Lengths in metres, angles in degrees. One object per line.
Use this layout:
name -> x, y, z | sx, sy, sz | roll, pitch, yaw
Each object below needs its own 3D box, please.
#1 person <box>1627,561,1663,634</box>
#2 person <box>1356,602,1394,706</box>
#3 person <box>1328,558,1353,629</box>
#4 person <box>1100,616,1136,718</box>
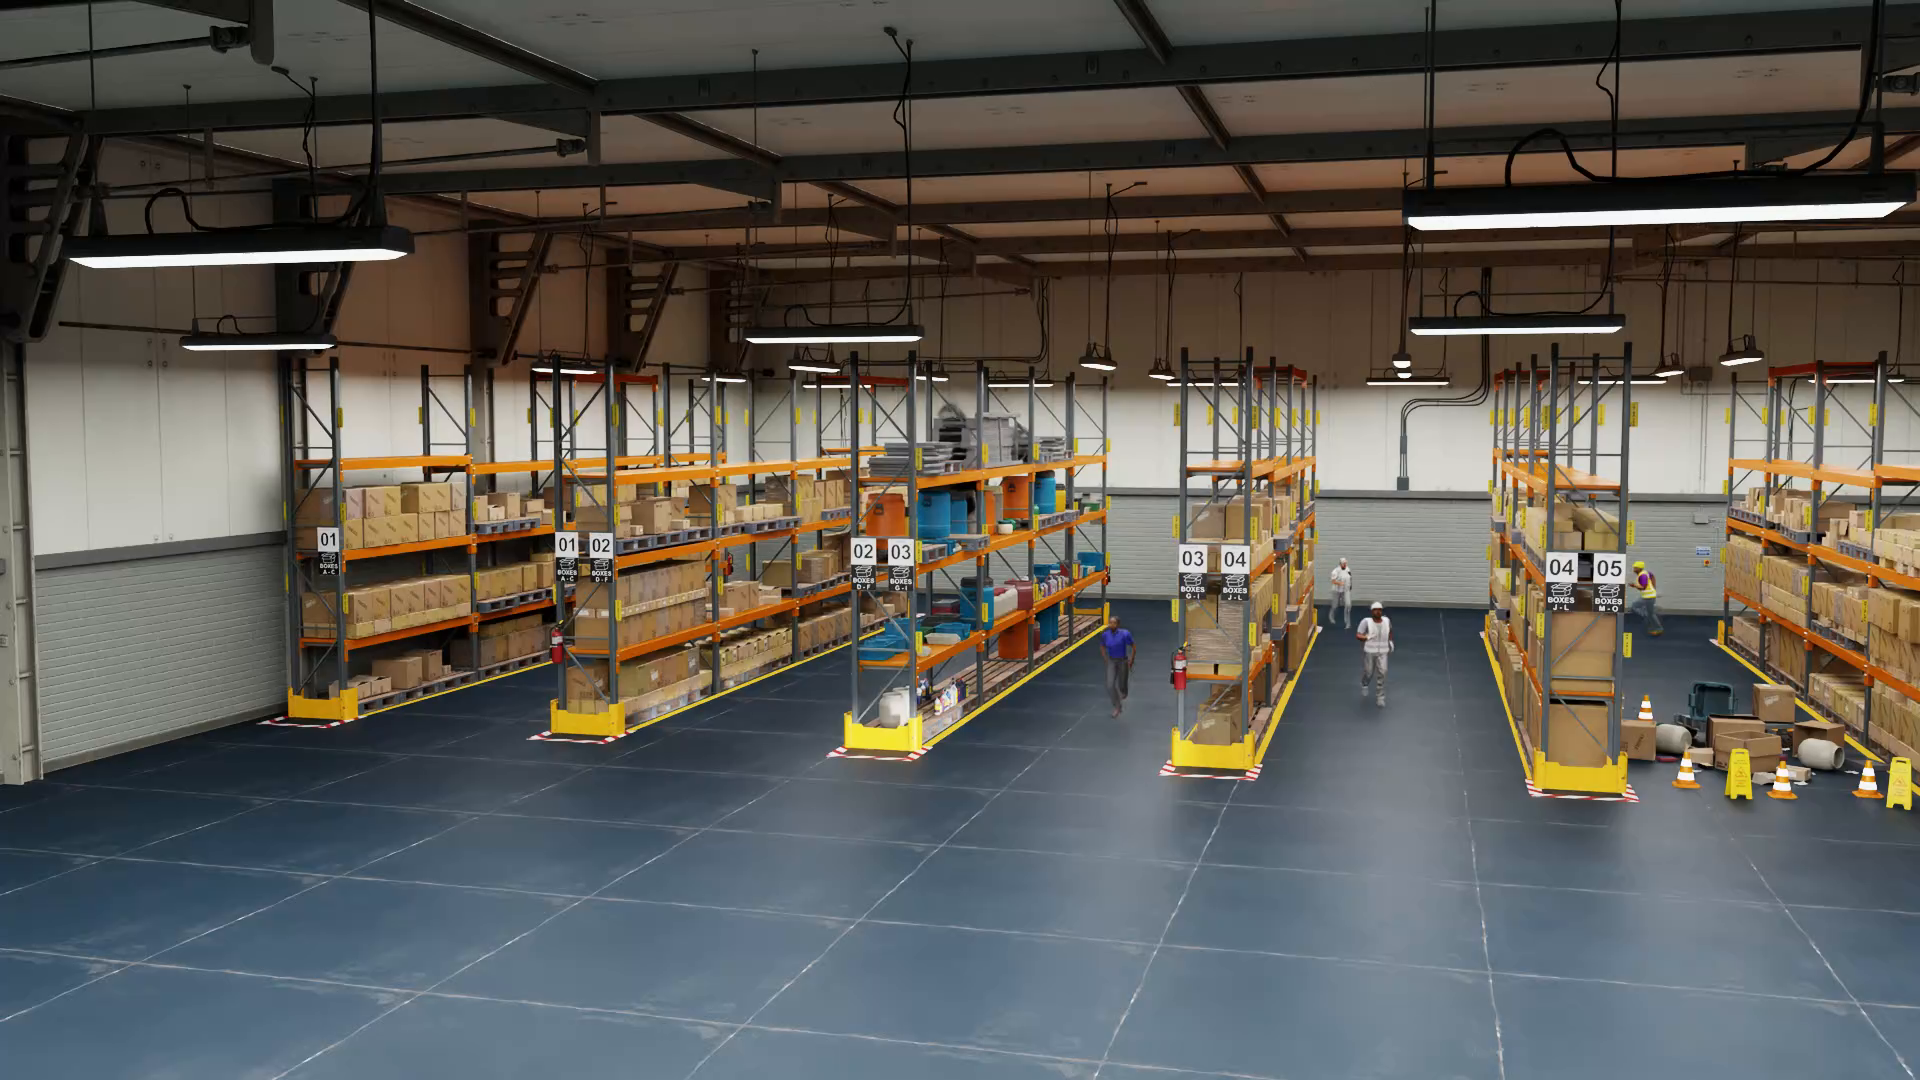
person -> 15.810, 1.327, 38.392 | 0.845, 1.678, 0.684 | 1, 4, 10
person -> 7.244, 1.959, 29.020 | 0.704, 1.767, 0.943 | 0, 4, -2
person -> 9.120, 1.257, 39.874 | 0.557, 1.694, 0.899 | -1, 4, -8
person -> 2.534, 1.996, 26.646 | 0.588, 1.609, 0.752 | 1, 4, 18
